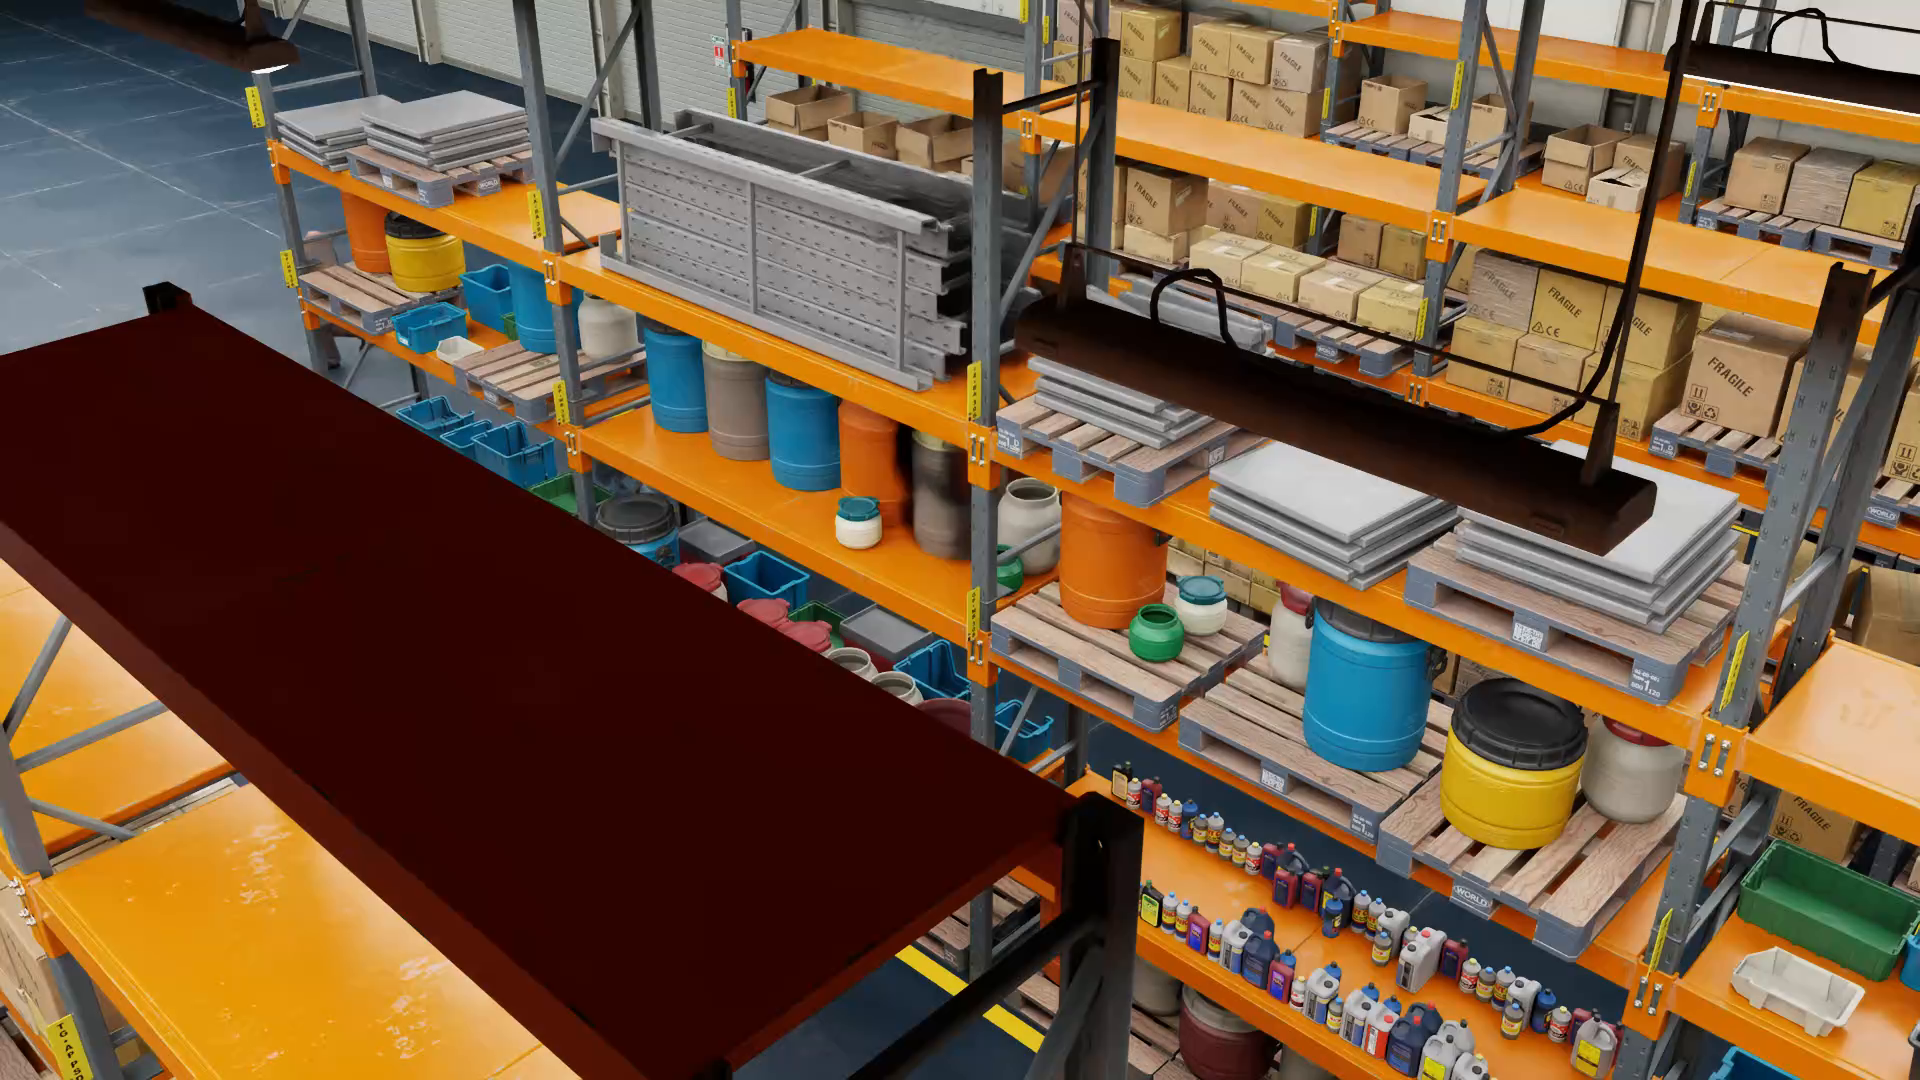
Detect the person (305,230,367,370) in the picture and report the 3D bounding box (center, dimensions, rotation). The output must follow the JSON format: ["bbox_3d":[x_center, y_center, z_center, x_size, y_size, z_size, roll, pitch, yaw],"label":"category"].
[{"bbox_3d":[-7.360,-2.810,19.536,0.723,1.706,0.667,-9,31,-16],"label":"person"}]

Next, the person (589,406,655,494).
[{"bbox_3d":[-3.308,-0.867,16.022,0.854,1.760,0.708,20,35,32],"label":"person"}]
